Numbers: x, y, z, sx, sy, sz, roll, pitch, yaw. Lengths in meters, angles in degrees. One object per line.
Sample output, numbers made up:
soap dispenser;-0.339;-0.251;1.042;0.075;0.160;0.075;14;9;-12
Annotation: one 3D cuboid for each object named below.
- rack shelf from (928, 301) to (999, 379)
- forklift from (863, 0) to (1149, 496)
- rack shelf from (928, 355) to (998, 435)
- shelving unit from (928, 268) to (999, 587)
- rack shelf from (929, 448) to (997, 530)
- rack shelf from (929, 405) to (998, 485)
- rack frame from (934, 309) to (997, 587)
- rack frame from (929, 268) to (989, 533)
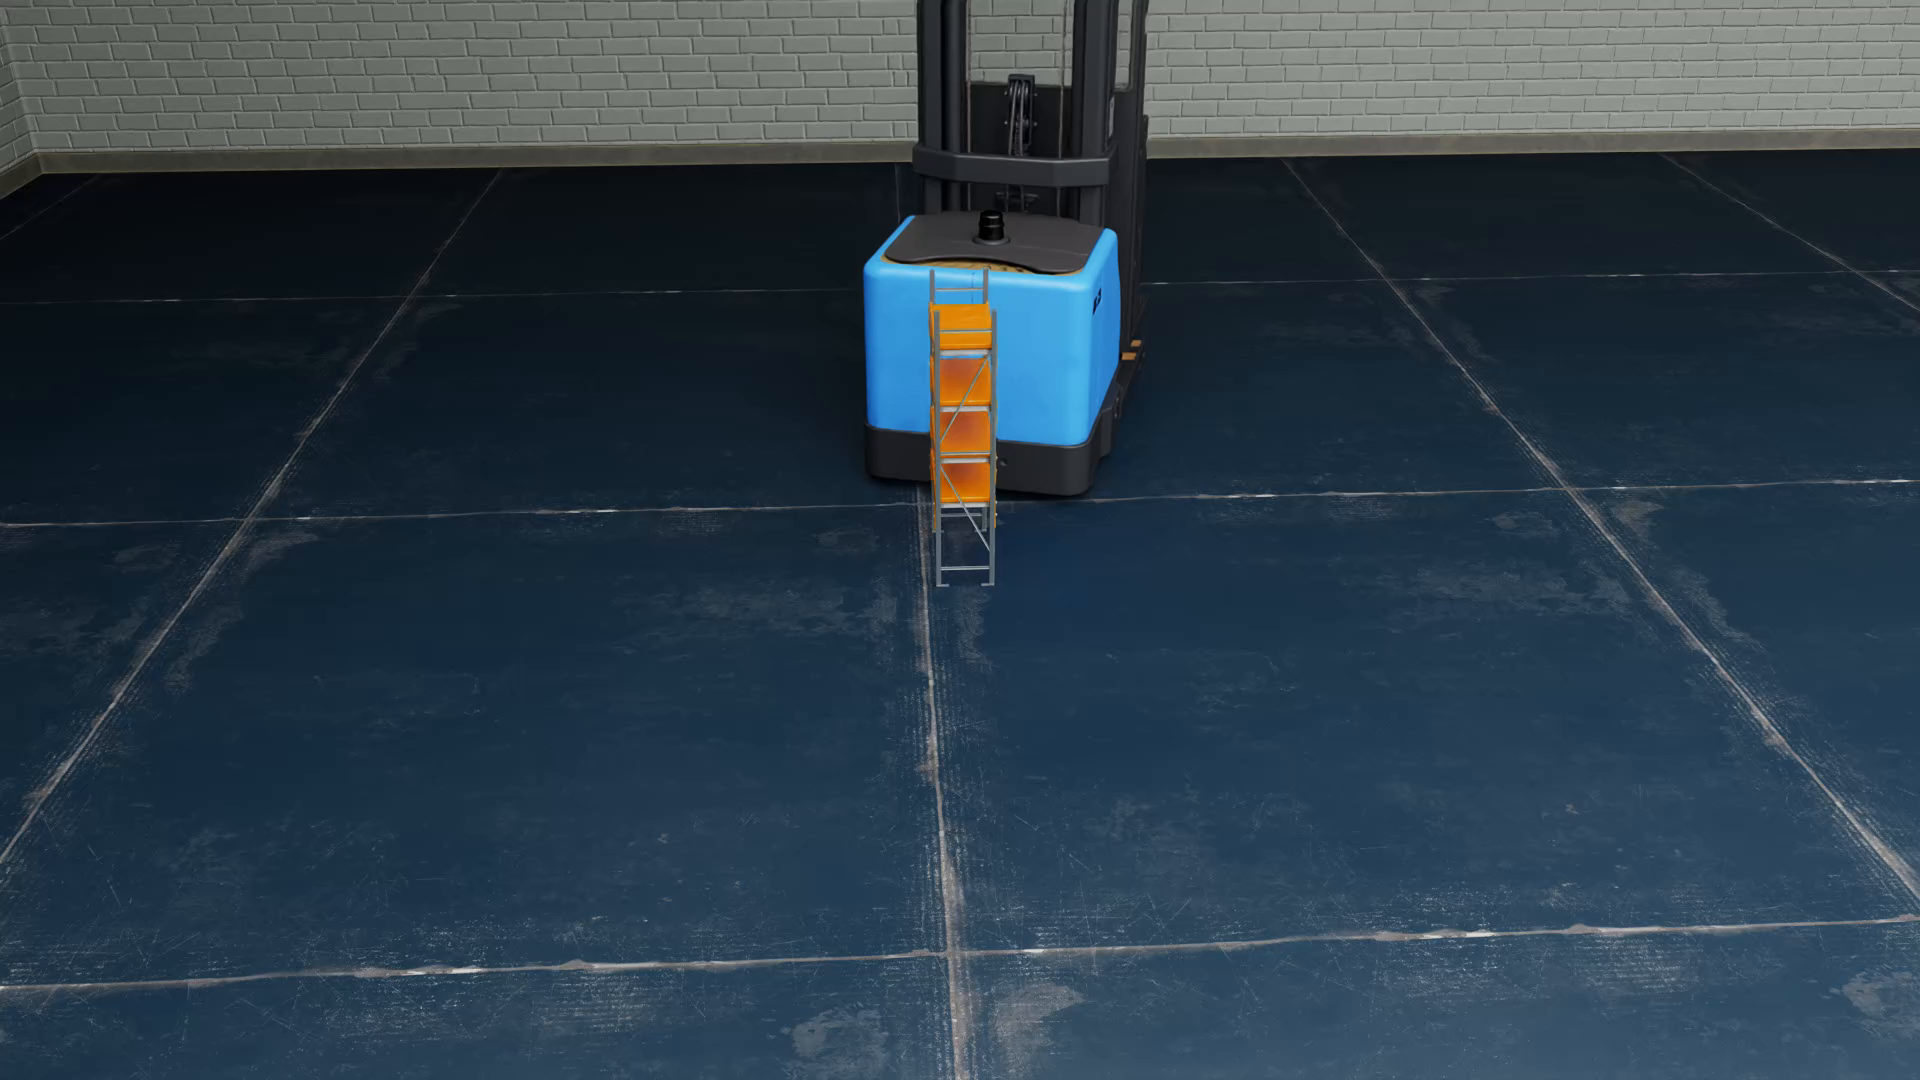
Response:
rack shelf;0.009;-0.804;6.644;0.258;0.148;0.480;-1;28;-3
forklift;0.392;-2.162;8.226;1.130;2.935;3.031;6;28;12
rack shelf;0.009;-0.594;6.754;0.258;0.148;0.480;-1;28;-3
shelving unit;0.009;-0.456;6.826;0.258;1.200;0.503;-1;28;-3
rack shelf;0.009;-0.220;6.949;0.258;0.148;0.480;-1;28;-3
rack shelf;0.009;-0.396;6.857;0.258;0.148;0.480;-1;28;-3
rack frame;0.021;-0.343;6.610;0.240;1.200;0.015;-1;28;-3
rack frame;-0.004;-0.568;7.042;0.240;1.200;0.015;-1;28;-3
